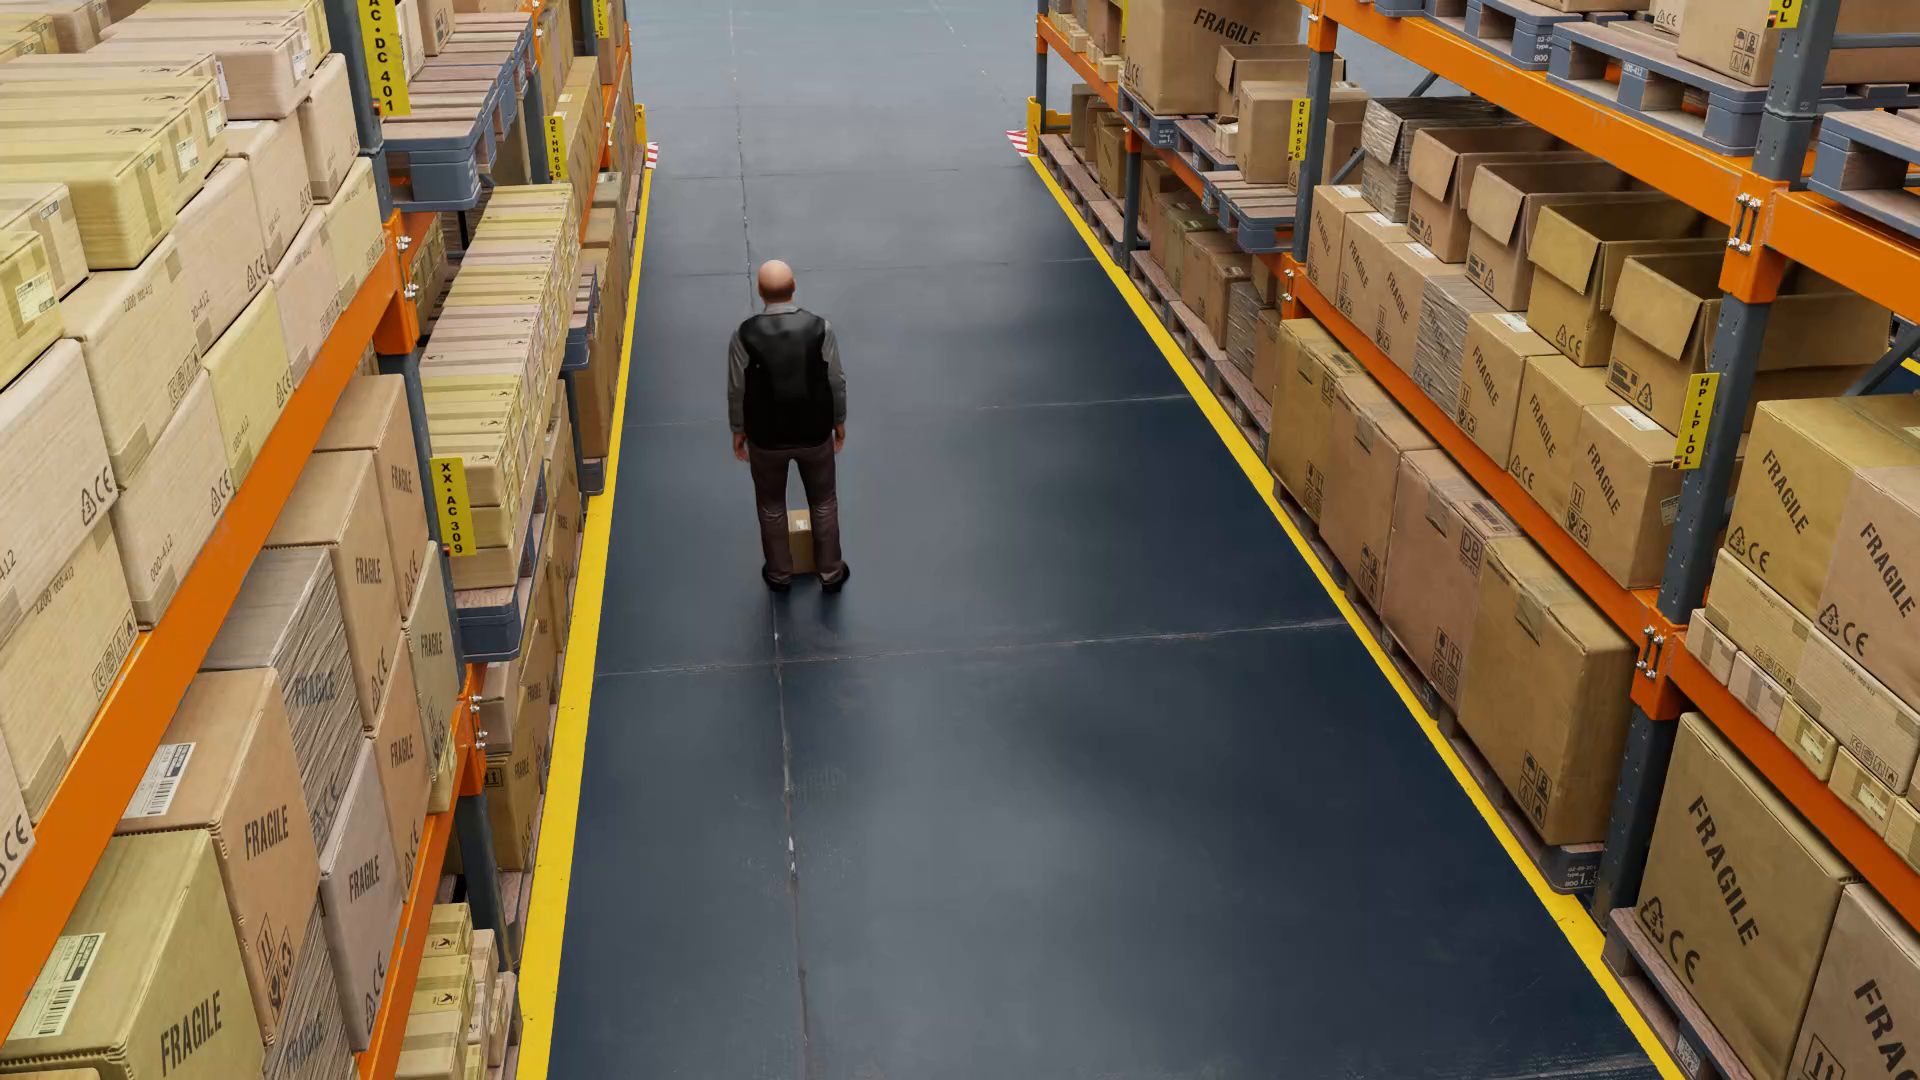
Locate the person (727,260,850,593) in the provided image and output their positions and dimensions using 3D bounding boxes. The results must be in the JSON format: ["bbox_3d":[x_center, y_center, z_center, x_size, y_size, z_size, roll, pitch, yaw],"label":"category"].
[{"bbox_3d":[-0.844,-0.528,8.182,0.580,1.719,0.475,-5,27,-10],"label":"person"}]
